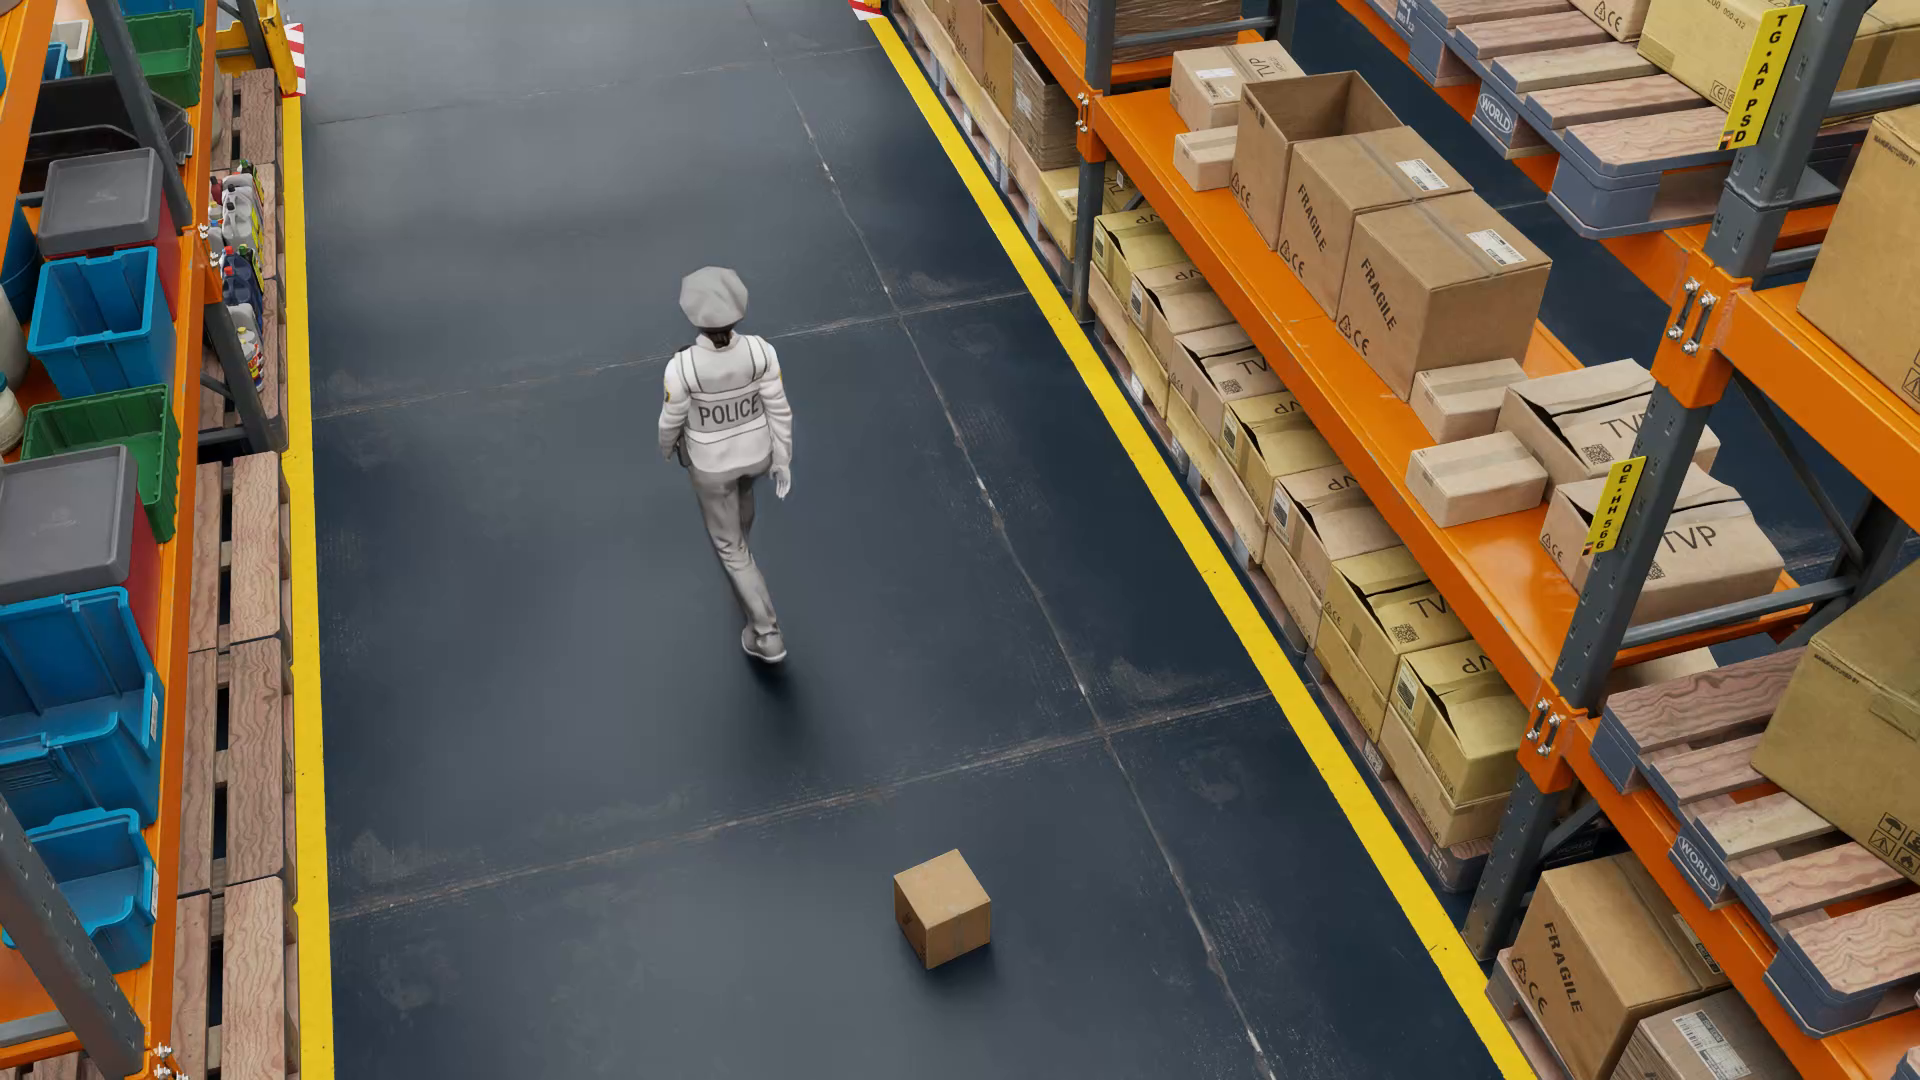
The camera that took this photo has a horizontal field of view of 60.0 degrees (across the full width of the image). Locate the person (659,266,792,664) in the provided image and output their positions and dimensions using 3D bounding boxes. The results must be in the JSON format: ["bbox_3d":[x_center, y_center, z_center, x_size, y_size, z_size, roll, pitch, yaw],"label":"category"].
[{"bbox_3d":[-0.920,-0.353,6.517,0.483,1.636,0.998,-21,46,-21],"label":"person"}]
